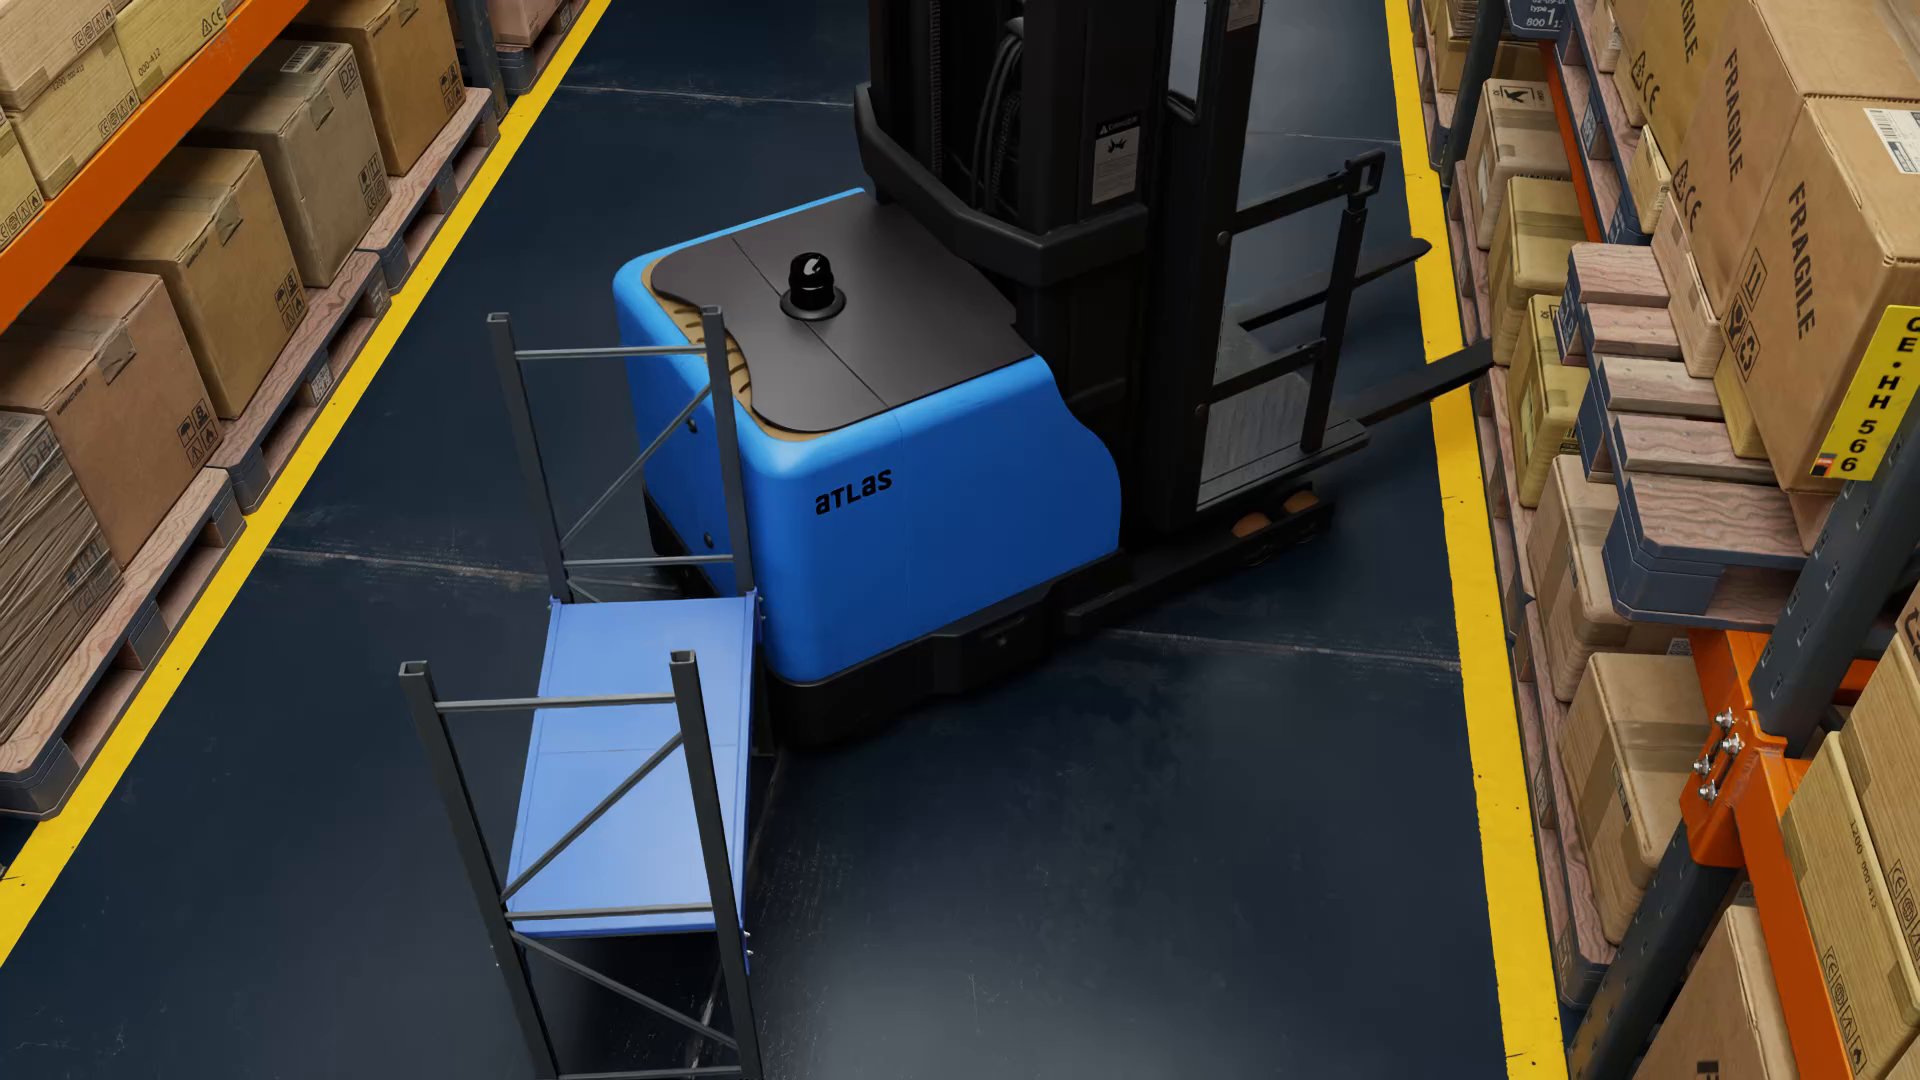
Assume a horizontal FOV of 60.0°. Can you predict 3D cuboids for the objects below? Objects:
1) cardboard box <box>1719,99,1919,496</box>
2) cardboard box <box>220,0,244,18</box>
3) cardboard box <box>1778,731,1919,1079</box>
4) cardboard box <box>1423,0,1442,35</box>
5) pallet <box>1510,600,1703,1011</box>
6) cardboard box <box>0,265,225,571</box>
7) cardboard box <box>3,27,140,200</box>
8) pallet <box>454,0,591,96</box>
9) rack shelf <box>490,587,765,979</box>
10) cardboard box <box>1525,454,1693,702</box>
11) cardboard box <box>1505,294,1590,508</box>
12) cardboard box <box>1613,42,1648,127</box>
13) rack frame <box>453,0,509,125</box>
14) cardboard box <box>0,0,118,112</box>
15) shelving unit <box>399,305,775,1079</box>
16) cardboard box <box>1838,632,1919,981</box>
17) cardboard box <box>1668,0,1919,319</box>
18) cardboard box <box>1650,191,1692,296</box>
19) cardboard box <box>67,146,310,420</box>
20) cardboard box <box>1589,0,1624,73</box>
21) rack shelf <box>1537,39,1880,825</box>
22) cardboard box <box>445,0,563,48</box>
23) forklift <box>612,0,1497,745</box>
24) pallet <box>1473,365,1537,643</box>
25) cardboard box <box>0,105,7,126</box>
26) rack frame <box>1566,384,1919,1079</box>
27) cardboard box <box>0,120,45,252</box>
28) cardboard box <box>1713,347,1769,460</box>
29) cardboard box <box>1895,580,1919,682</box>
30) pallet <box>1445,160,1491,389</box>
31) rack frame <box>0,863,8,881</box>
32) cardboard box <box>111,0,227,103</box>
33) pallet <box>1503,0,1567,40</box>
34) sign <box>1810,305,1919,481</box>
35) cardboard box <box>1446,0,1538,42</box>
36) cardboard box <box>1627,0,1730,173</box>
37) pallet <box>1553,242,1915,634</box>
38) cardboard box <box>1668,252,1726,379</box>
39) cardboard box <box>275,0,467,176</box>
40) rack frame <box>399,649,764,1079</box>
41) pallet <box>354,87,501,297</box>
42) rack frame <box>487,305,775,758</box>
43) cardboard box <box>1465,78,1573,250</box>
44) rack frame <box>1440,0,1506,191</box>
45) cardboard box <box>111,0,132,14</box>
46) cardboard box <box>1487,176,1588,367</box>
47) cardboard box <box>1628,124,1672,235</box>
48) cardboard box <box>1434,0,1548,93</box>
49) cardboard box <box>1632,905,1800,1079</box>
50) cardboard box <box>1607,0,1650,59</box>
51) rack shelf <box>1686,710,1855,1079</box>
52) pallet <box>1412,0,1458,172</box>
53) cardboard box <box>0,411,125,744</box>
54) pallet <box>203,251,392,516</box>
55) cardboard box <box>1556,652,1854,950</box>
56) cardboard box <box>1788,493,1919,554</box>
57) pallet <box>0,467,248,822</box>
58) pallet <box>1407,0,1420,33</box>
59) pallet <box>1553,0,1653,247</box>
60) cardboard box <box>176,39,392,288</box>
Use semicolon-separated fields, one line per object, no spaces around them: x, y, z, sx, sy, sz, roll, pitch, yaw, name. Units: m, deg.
1.716;-0.414;2.911;0.500;0.500;0.500;4;44;4;cardboard box
-2.425;-1.856;5.137;0.500;0.250;0.500;5;44;6;cardboard box
1.617;0.583;2.561;0.500;0.250;0.500;5;44;5;cardboard box
2.332;-2.453;7.353;0.500;0.250;0.500;4;44;4;cardboard box
2.036;0.698;4.359;1.003;0.211;1.213;5;44;6;pallet
-2.815;-0.390;4.902;0.875;0.625;0.625;7;44;7;cardboard box
-2.556;-1.150;4.392;0.500;0.250;0.500;4;44;4;cardboard box
-2.314;-2.482;7.718;1.003;0.211;1.213;5;44;6;pallet
-0.736;0.536;3.855;0.538;0.185;1.000;-2;43;-2;rack shelf
2.106;0.132;4.534;0.950;0.372;0.625;4;44;5;cardboard box
2.211;-0.384;5.080;0.950;0.372;0.625;7;44;7;cardboard box
1.868;-1.151;4.161;0.380;0.149;0.250;4;44;4;cardboard box
-2.460;-2.956;6.191;1.000;3.000;0.127;5;44;6;rack frame
-2.534;-1.334;4.222;0.500;0.250;0.500;4;44;4;cardboard box
-0.736;0.405;3.731;0.538;1.500;1.048;-2;43;-2;shelving unit
1.620;0.414;2.376;0.500;0.250;0.500;5;44;5;cardboard box
1.773;-0.767;3.284;0.500;0.500;0.500;5;44;5;cardboard box
1.735;-0.624;3.604;0.380;0.149;0.250;3;44;4;cardboard box
-2.726;-0.849;5.387;0.875;0.625;0.625;4;44;4;cardboard box
1.874;-1.335;4.356;0.380;0.149;0.250;7;44;7;cardboard box
2.196;-0.883;4.525;1.077;0.370;4.000;5;44;6;rack shelf
-2.068;-2.410;7.308;0.500;0.250;0.500;6;44;6;cardboard box
0.574;-1.273;4.463;3.031;2.935;1.130;-23;48;-22;forklift
2.200;-0.131;5.234;1.003;0.211;1.213;5;44;6;pallet
-2.621;-0.979;3.847;0.500;0.250;0.500;7;44;7;cardboard box
1.931;0.218;2.838;1.000;3.000;0.127;5;44;6;rack frame
-2.617;-0.798;4.021;0.500;0.250;0.500;4;44;5;cardboard box
1.705;-0.277;3.238;0.380;0.149;0.250;6;44;6;cardboard box
1.624;0.133;2.128;0.500;0.500;0.500;4;44;4;cardboard box
2.359;-0.964;6.115;1.003;0.211;1.213;5;44;6;pallet
-2.989;-0.230;3.312;1.000;3.000;0.127;5;44;6;rack frame
-2.485;-1.503;4.765;0.500;0.250;0.500;7;44;7;cardboard box
2.215;-1.930;5.247;1.003;0.211;1.213;5;44;6;pallet
1.392;-0.216;2.512;0.100;0.325;0.005;5;44;6;sign
2.272;-2.362;6.712;0.500;0.500;0.500;5;44;5;cardboard box
1.839;-1.111;3.647;0.500;0.500;0.500;3;43;3;cardboard box
1.920;-0.207;3.427;1.213;0.211;1.003;5;44;6;pallet
1.694;-0.453;3.424;0.380;0.149;0.250;5;44;5;cardboard box
-2.518;-1.890;6.486;0.875;0.625;0.625;7;44;7;cardboard box
-0.706;0.754;3.363;0.500;1.500;0.032;-2;43;-2;rack frame
-2.519;-1.438;6.615;1.003;0.211;1.213;5;44;6;pallet
-0.765;0.056;4.100;0.500;1.500;0.032;-2;43;-2;rack frame
2.393;-1.348;6.098;0.950;0.372;0.625;6;44;6;cardboard box
2.460;-2.508;5.717;1.000;3.000;0.127;5;44;6;rack frame
-2.491;-1.684;4.593;0.500;0.250;0.500;6;44;6;cardboard box
2.302;-0.858;5.580;0.950;0.372;0.625;8;44;8;cardboard box
1.758;-0.812;3.804;0.380;0.149;0.250;6;44;6;cardboard box
2.272;-2.089;6.969;0.500;0.250;0.500;7;44;7;cardboard box
1.758;1.301;2.935;0.875;0.875;0.875;5;44;5;cardboard box
1.912;-1.483;4.040;0.500;0.500;0.500;4;44;4;cardboard box
1.667;1.843;1.646;1.077;0.370;4.000;5;44;6;rack shelf
2.514;-1.956;7.162;1.003;0.211;1.213;5;44;6;pallet
-2.893;0.056;4.431;0.875;0.625;0.625;7;44;7;cardboard box
-2.678;-0.604;5.735;1.003;0.211;1.213;5;44;6;pallet
2.016;0.636;4.003;0.950;0.372;0.625;3;43;3;cardboard box
1.741;-0.088;3.038;0.380;0.149;0.250;7;44;7;cardboard box
-2.842;0.225;4.859;1.003;0.211;1.213;5;44;6;pallet
2.673;-2.790;8.043;1.003;0.211;1.213;5;44;6;pallet
2.153;-1.065;4.332;1.003;0.211;1.213;5;44;6;pallet
-2.628;-1.362;5.928;0.875;0.625;0.625;5;44;5;cardboard box
